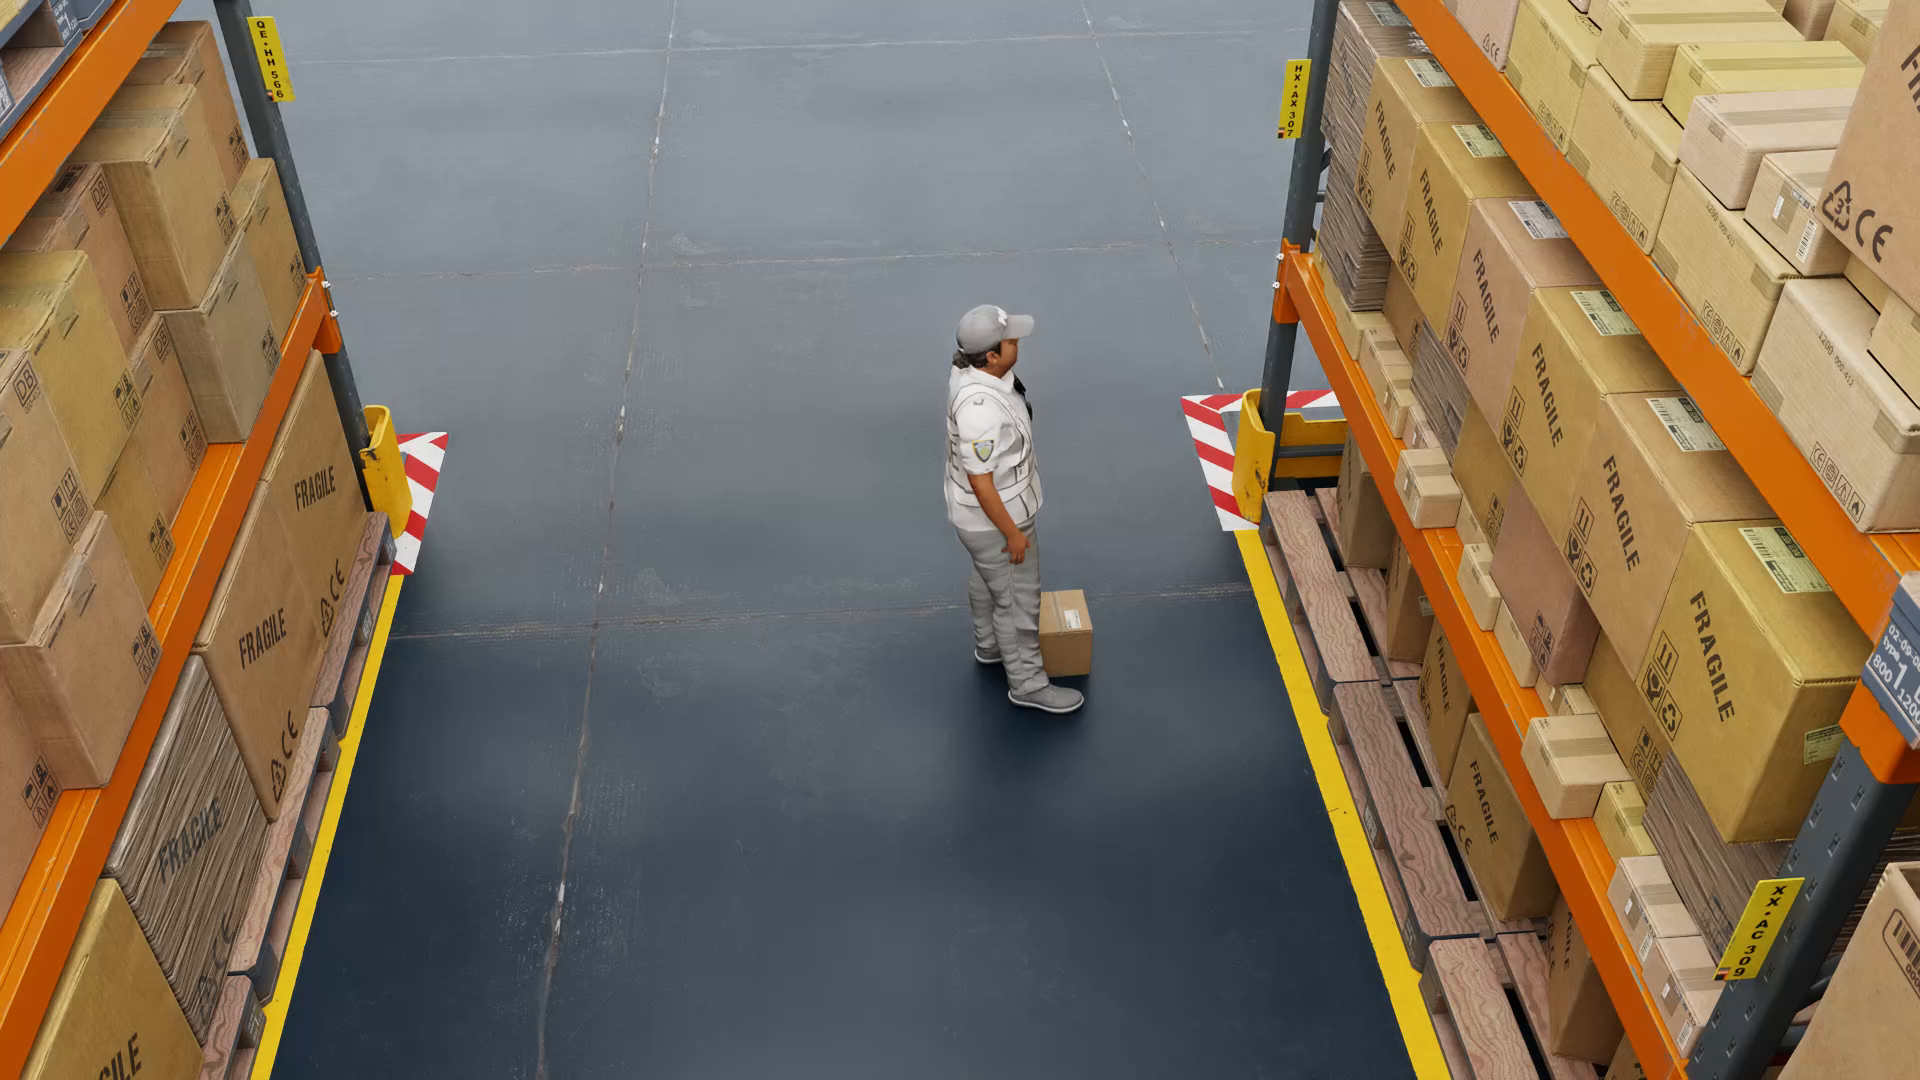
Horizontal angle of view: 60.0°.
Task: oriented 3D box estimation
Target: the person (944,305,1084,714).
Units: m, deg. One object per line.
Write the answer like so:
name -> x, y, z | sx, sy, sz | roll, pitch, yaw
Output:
person -> 0.210, -0.130, 6.295 | 0.529, 1.670, 0.598 | -3, 39, -4
